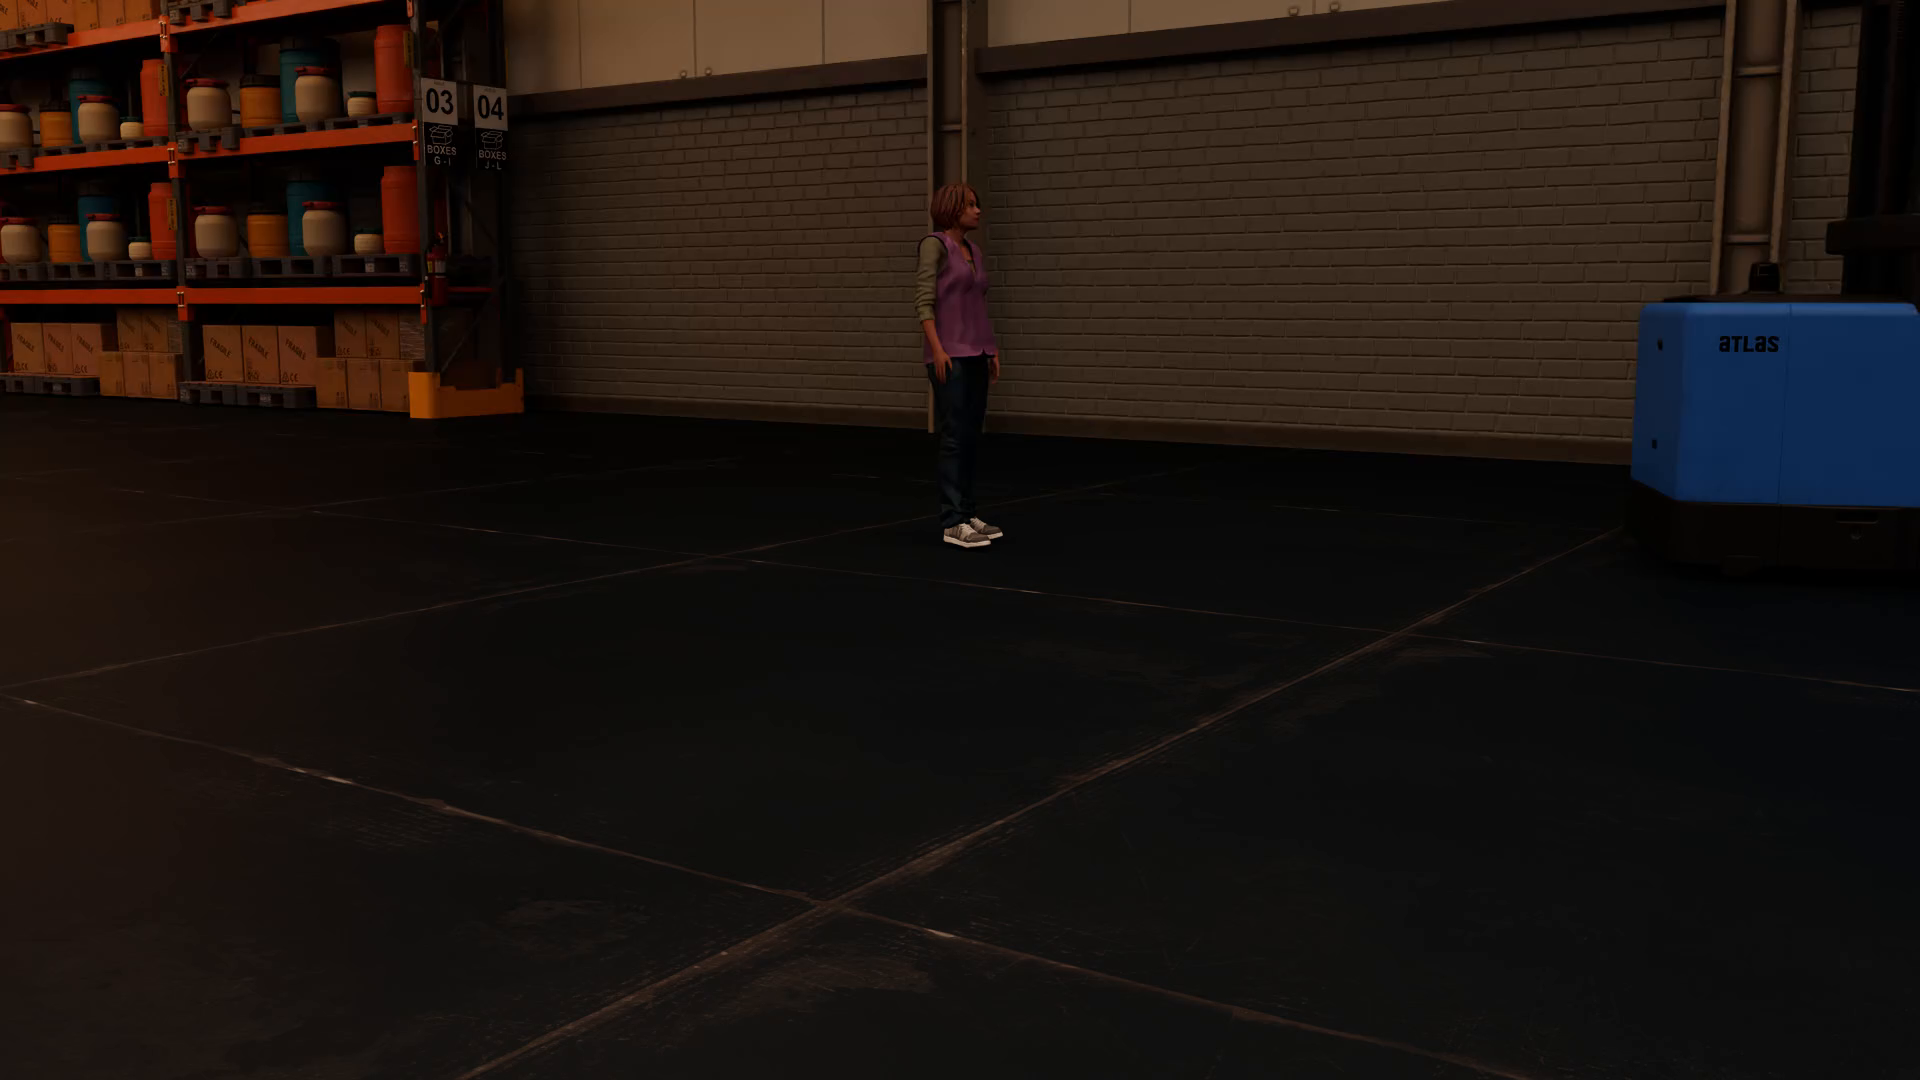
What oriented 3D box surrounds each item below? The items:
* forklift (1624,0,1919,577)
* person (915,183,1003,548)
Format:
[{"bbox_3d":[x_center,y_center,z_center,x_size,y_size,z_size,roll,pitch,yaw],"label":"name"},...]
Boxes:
[{"bbox_3d":[4.345,-1.318,6.464,3.031,2.935,1.130,2,8,11],"label":"forklift"},{"bbox_3d":[0.056,-0.791,7.436,0.469,1.599,0.520,5,10,34],"label":"person"}]
